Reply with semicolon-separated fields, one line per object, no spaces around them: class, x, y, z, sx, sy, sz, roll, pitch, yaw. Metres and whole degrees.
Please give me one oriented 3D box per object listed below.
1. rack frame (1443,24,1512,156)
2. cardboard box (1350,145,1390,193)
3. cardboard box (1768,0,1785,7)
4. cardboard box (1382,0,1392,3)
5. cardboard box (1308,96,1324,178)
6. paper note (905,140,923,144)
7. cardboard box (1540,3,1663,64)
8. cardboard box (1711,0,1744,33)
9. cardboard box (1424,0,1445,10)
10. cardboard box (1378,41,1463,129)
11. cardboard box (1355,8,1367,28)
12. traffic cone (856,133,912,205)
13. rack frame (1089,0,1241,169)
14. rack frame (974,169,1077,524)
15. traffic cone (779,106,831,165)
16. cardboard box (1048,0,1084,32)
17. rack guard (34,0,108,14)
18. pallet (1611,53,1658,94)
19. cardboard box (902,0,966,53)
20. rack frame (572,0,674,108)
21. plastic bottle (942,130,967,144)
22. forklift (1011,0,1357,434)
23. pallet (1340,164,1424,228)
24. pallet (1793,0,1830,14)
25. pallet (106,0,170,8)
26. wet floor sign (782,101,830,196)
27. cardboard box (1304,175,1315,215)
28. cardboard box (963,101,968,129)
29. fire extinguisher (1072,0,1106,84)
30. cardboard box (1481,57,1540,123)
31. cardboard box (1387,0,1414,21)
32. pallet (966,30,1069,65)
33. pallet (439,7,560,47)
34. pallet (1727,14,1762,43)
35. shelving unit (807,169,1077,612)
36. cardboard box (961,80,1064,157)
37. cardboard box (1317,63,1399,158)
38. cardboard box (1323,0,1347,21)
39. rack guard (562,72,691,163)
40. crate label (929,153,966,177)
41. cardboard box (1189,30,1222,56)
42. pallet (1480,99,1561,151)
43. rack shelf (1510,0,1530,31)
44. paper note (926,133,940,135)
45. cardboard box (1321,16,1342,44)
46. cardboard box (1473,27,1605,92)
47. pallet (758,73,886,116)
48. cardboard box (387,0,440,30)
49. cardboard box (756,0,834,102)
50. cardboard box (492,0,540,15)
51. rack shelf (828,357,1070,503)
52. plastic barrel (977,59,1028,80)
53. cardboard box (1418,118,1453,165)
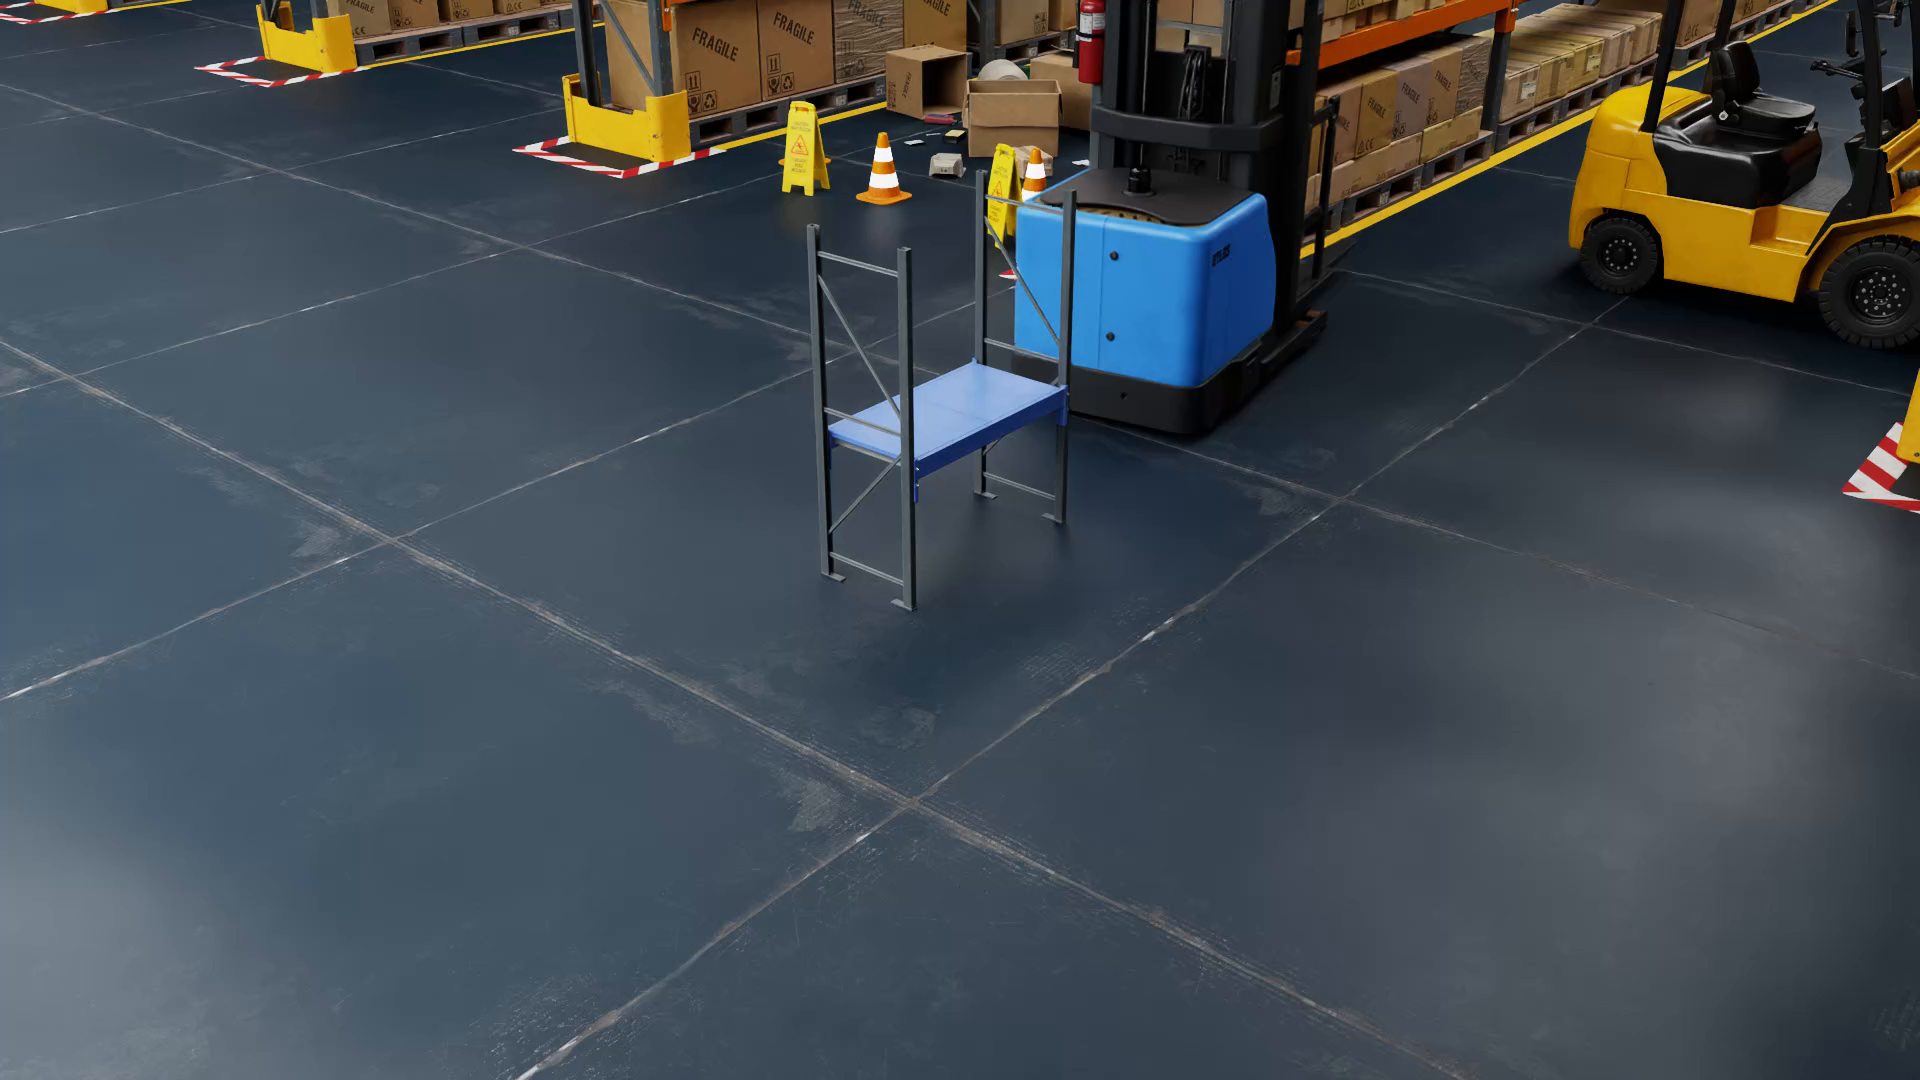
rack frame;3.789;-4.500;12.684;1.000;3.000;0.127;21;34;34
cardboard box;2.639;-2.628;11.601;0.500;0.250;0.500;24;35;38
cardboard box;8.545;-6.336;18.088;0.875;0.875;0.875;22;35;36
cardboard box;2.727;-3.893;11.079;0.500;0.500;0.500;20;33;33
cardboard box;1.986;-2.594;10.719;0.500;0.500;0.500;19;33;33
paper note;-0.358;-3.218;13.439;0.142;0.017;0.144;-15;31;-27
cardboard box;5.966;-4.740;15.551;0.950;0.372;0.625;18;32;31
cardboard box;7.407;-5.696;16.852;0.875;0.875;0.875;21;34;35
cardboard box;3.176;-3.824;11.651;0.380;0.149;0.250;20;34;34
cardboard box;3.298;-3.329;12.140;0.500;0.500;0.500;21;34;35
cardboard box;2.459;-3.483;10.992;0.380;0.149;0.250;22;35;36
traffic cone;-0.550;-2.688;11.943;0.336;0.463;0.334;21;34;34
rack frame;1.245;-3.082;9.942;1.000;3.000;0.127;21;34;34
rack frame;0.269;-0.816;7.195;0.500;1.500;0.032;21;34;34
traffic cone;-1.206;-3.139;12.814;0.336;0.463;0.334;21;34;34
cardboard box;0.847;-5.685;16.967;1.050;0.750;0.750;21;34;34
rack guard;-10.212;-6.356;18.992;1.175;0.500;0.348;21;34;34
pallet;5.835;-4.403;15.531;1.003;0.211;1.213;21;34;34
cardboard box;-0.549;-4.951;15.411;0.875;0.875;0.875;21;34;35
rack frame;-2.639;-4.492;12.670;1.000;3.000;0.127;21;34;34
plastic bottle;-0.036;-3.294;13.550;0.133;0.061;0.283;9;29;17
forklift;1.434;-2.459;8.813;1.130;2.935;3.031;15;31;26
pallet;2.613;-2.578;12.004;1.003;0.211;1.213;21;34;34
pallet;9.422;-6.344;19.284;1.003;0.211;1.213;21;34;34
pallet;-9.691;-6.514;19.612;1.003;0.211;1.213;21;34;34
wet floor sign;-1.130;-2.858;12.072;0.267;0.644;0.232;15;31;26
cardboard box;1.971;-2.252;10.874;0.500;0.250;0.500;20;34;34
cardboard box;0.233;-3.549;13.821;0.258;0.266;0.396;-21;34;-35
fire extinguisher;0.816;-3.141;10.142;0.296;0.674;0.183;21;34;34
cardboard box;4.121;-3.706;13.552;0.950;0.372;0.625;21;34;35
cardboard box;2.855;-3.640;11.296;0.380;0.149;0.250;21;34;35
pallet;0.338;-4.968;16.623;1.003;0.211;1.213;21;34;34
pallet;-5.033;-5.475;17.603;1.003;0.211;1.213;21;34;34
pallet;7.669;-5.368;17.396;1.003;0.211;1.213;21;34;34
shelving unit;-0.054;-0.636;6.847;0.538;1.500;1.048;21;34;34
cardboard box;0.409;-3.336;13.150;0.797;0.503;0.637;0;27;0
cardboard box;2.641;-2.956;11.419;0.500;0.500;0.500;22;34;35
cardboard box;2.087;-3.530;10.376;0.500;0.500;0.500;22;35;36
rack guard;-2.654;-3.374;13.227;1.175;0.500;0.348;21;34;34
crate label;-0.098;-2.840;12.591;0.250;0.136;0.298;4;28;8
cardboard box;1.621;-3.030;10.116;0.380;0.149;0.250;21;34;35
pallet;4.283;-3.538;13.859;1.003;0.211;1.213;21;34;34
rack shelf;5.061;-4.889;14.220;1.077;0.370;4.000;21;34;34
paper note;-0.218;-3.344;13.703;0.123;0.001;0.032;-10;29;-18
cardboard box;2.198;-3.271;10.581;0.380;0.149;0.250;21;34;35
cardboard box;5.016;-4.209;14.524;0.950;0.372;0.625;22;35;36
pallet;-1.415;-3.991;14.735;1.003;0.211;1.213;21;34;34
cardboard box;-5.638;-5.493;16.866;0.500;0.500;0.500;-18;32;-31
cardboard box;-1.701;-4.308;14.168;0.875;0.875;0.875;20;34;34
cardboard box;-4.836;-5.894;17.642;0.500;0.500;0.500;17;32;30
rack shelf;-0.054;-0.476;6.930;0.538;0.185;1.000;21;34;34
plastic barrel;0.367;-3.916;14.359;0.421;0.421;0.512;-5;28;-9
cardboard box;3.290;-2.985;12.291;0.500;0.250;0.500;20;33;33
